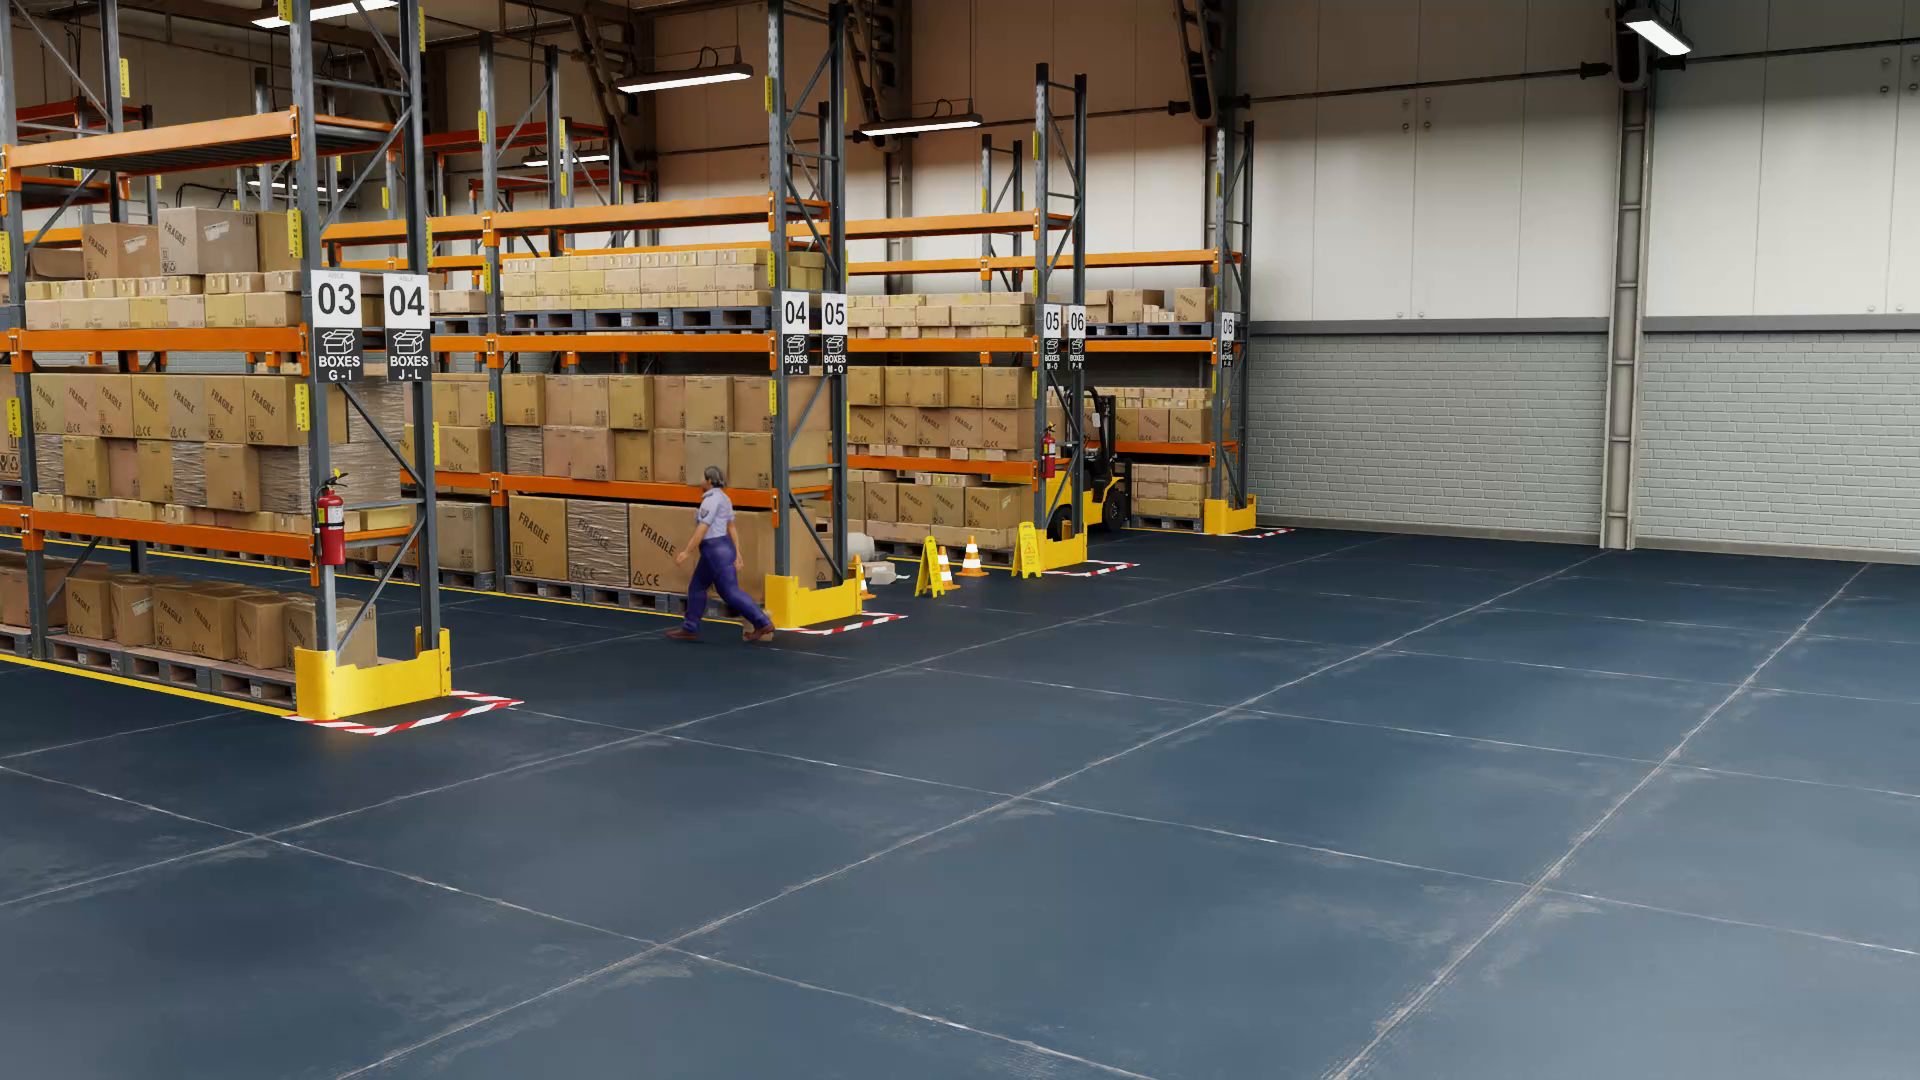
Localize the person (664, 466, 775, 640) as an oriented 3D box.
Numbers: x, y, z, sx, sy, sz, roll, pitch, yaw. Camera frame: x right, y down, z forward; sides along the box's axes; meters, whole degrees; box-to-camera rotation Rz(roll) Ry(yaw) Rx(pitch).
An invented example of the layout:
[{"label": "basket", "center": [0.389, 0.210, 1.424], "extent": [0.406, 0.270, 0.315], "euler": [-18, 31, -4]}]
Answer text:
[{"label": "person", "center": [-2.176, 0.129, 14.969], "extent": [1.068, 1.587, 0.526], "euler": [1, 6, 6]}]
